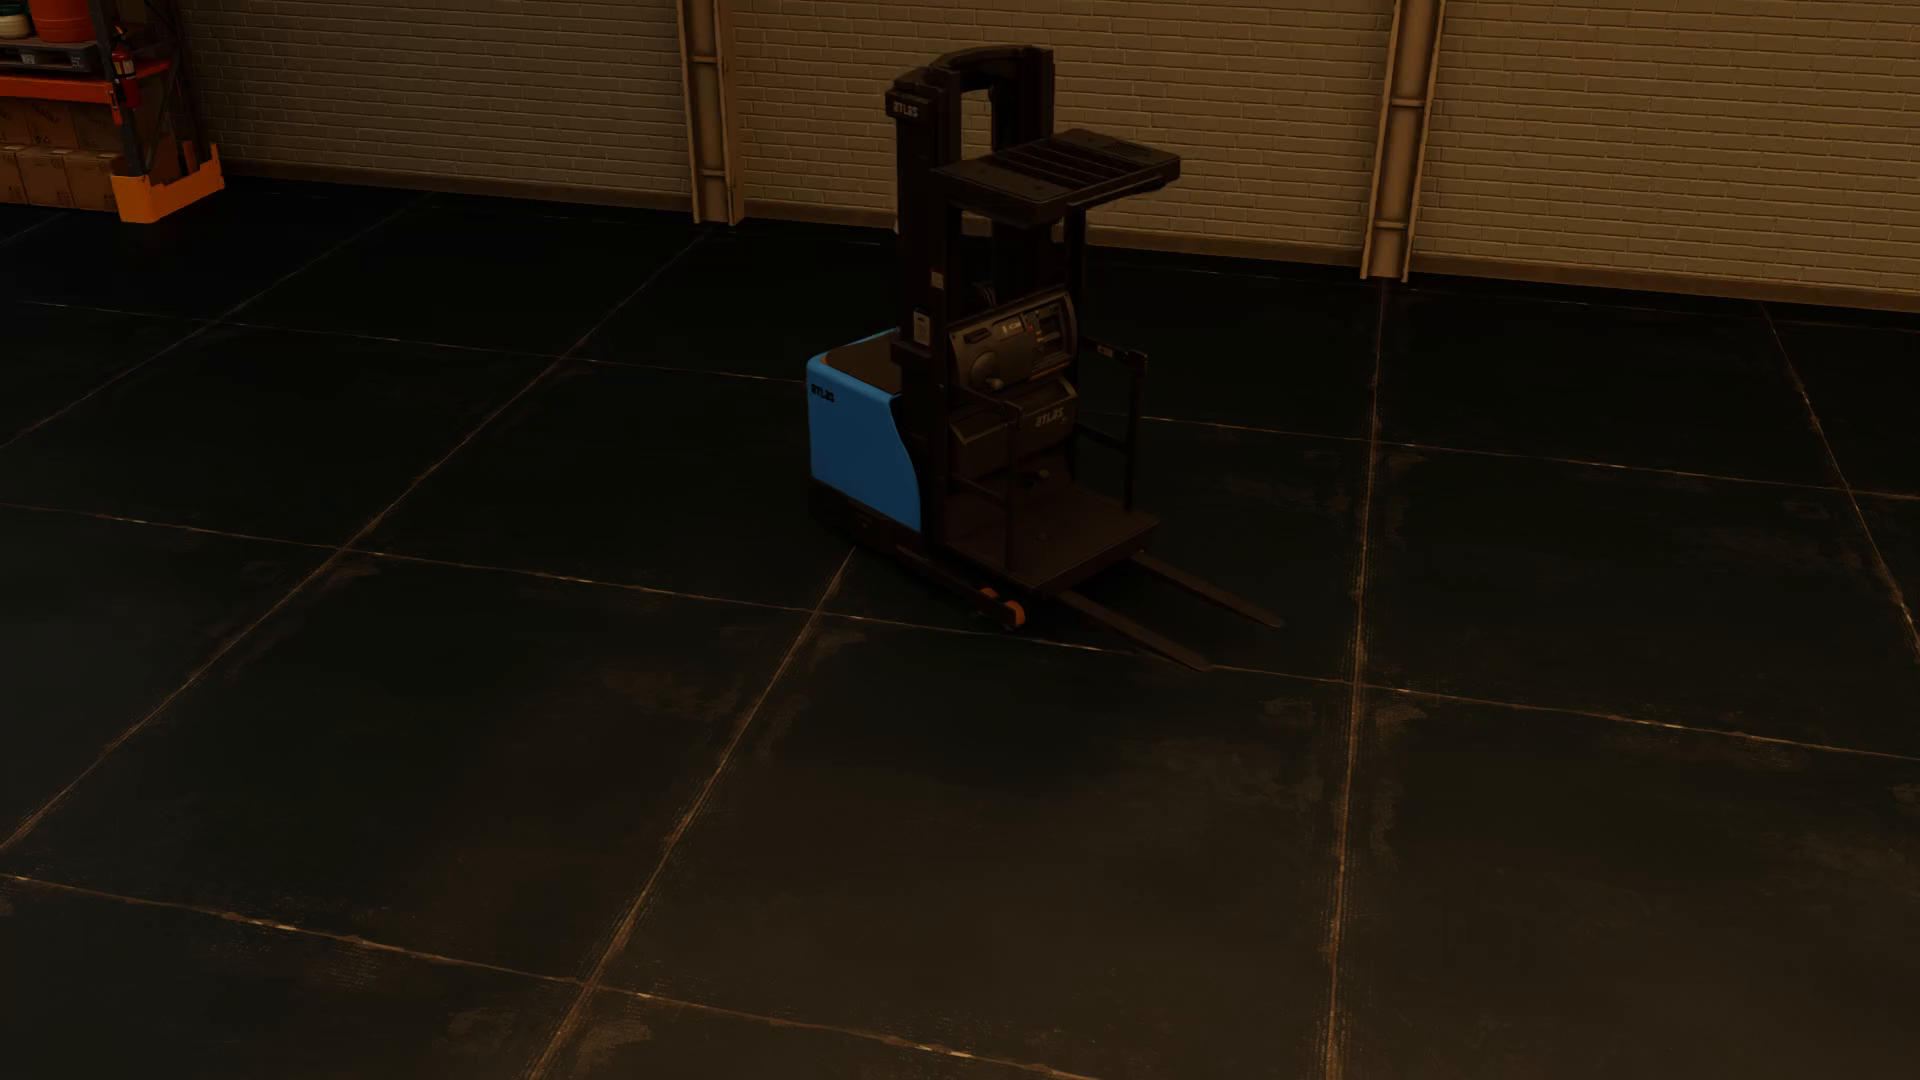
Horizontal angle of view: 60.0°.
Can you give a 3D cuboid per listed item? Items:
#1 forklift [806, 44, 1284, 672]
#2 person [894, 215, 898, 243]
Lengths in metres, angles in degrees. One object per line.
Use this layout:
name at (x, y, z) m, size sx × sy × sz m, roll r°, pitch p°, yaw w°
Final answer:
forklift at (0.449, -1.059, 9.040) m, size 1.130 × 2.935 × 3.031 m, roll -25°, pitch 38°, yaw -37°
person at (-0.284, -2.244, 12.421) m, size 0.389 × 1.668 × 0.499 m, roll -8°, pitch 30°, yaw -13°
